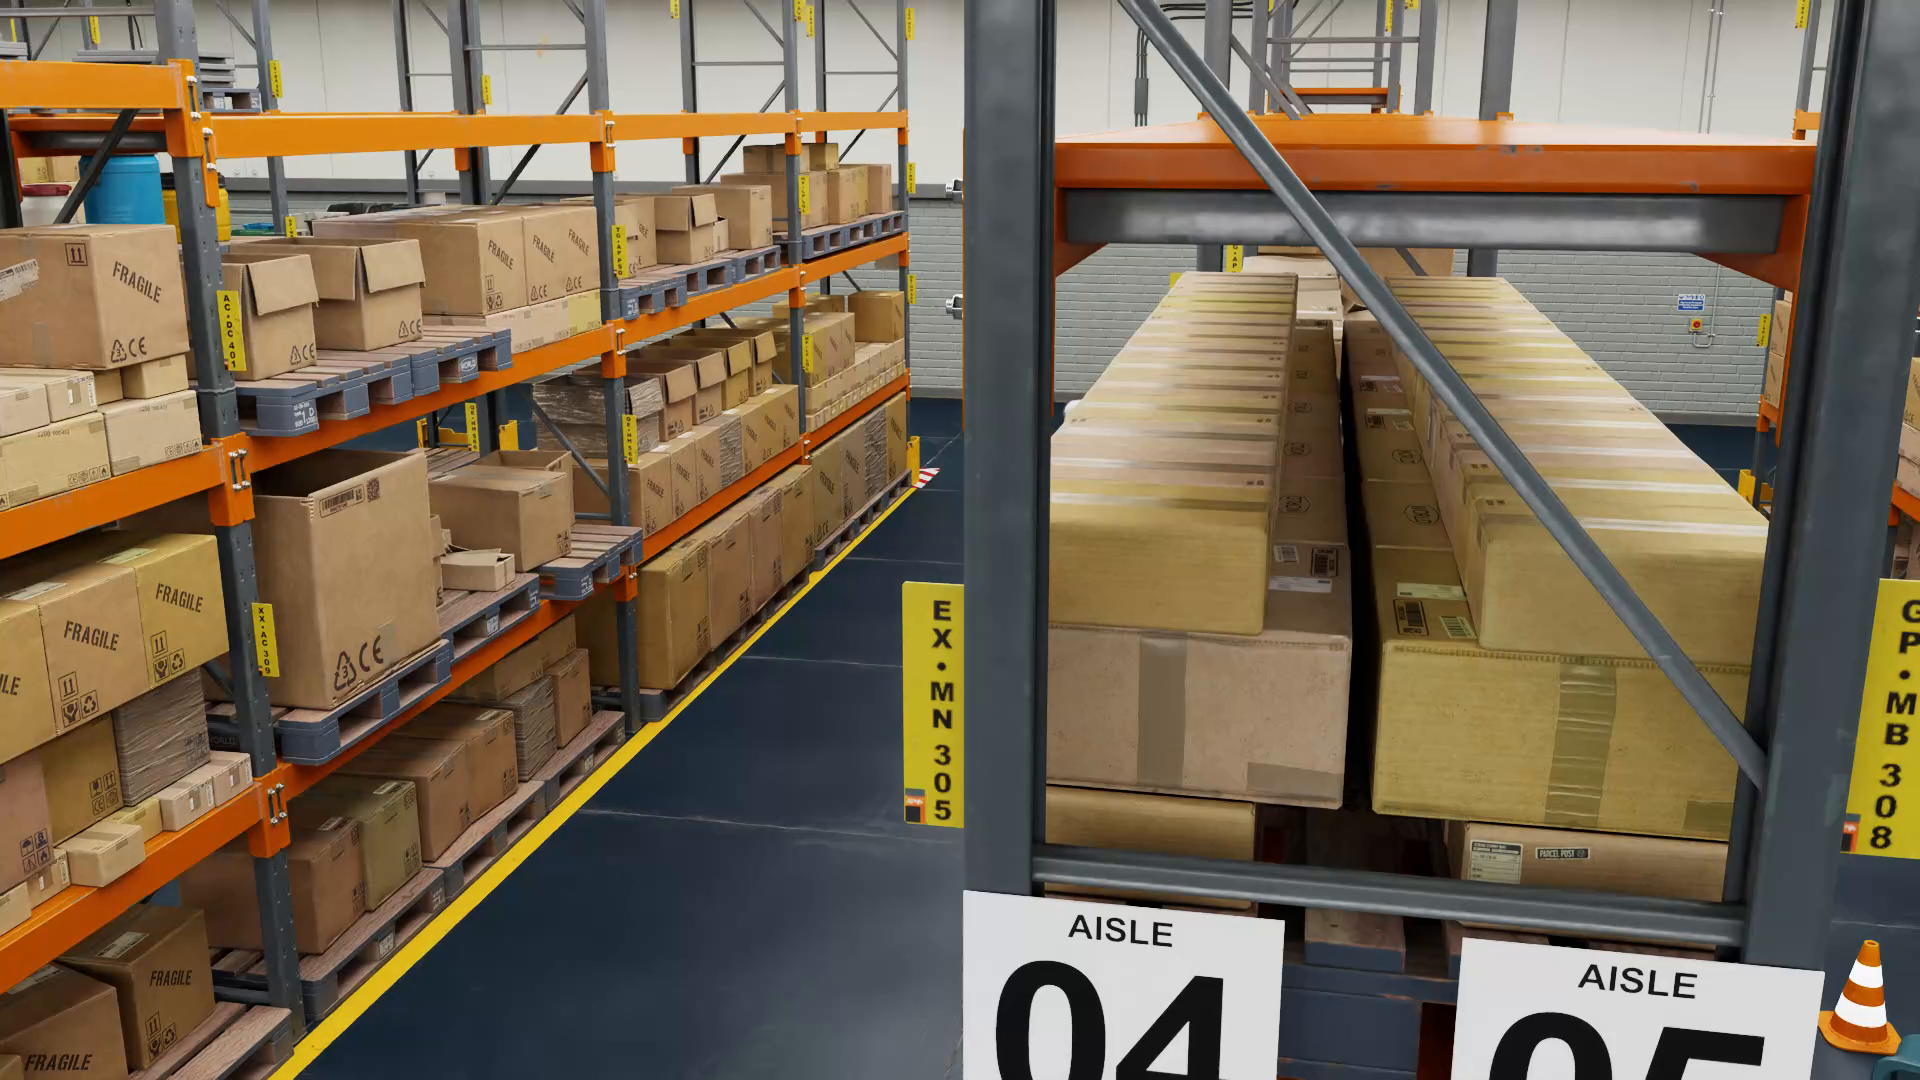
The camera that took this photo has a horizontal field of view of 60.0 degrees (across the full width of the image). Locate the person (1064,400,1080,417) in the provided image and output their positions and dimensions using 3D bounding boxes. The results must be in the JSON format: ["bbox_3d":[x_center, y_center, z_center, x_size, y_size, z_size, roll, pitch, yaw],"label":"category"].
[{"bbox_3d":[1.031,-0.312,14.180,0.411,1.764,0.565,3,15,13],"label":"person"}]
